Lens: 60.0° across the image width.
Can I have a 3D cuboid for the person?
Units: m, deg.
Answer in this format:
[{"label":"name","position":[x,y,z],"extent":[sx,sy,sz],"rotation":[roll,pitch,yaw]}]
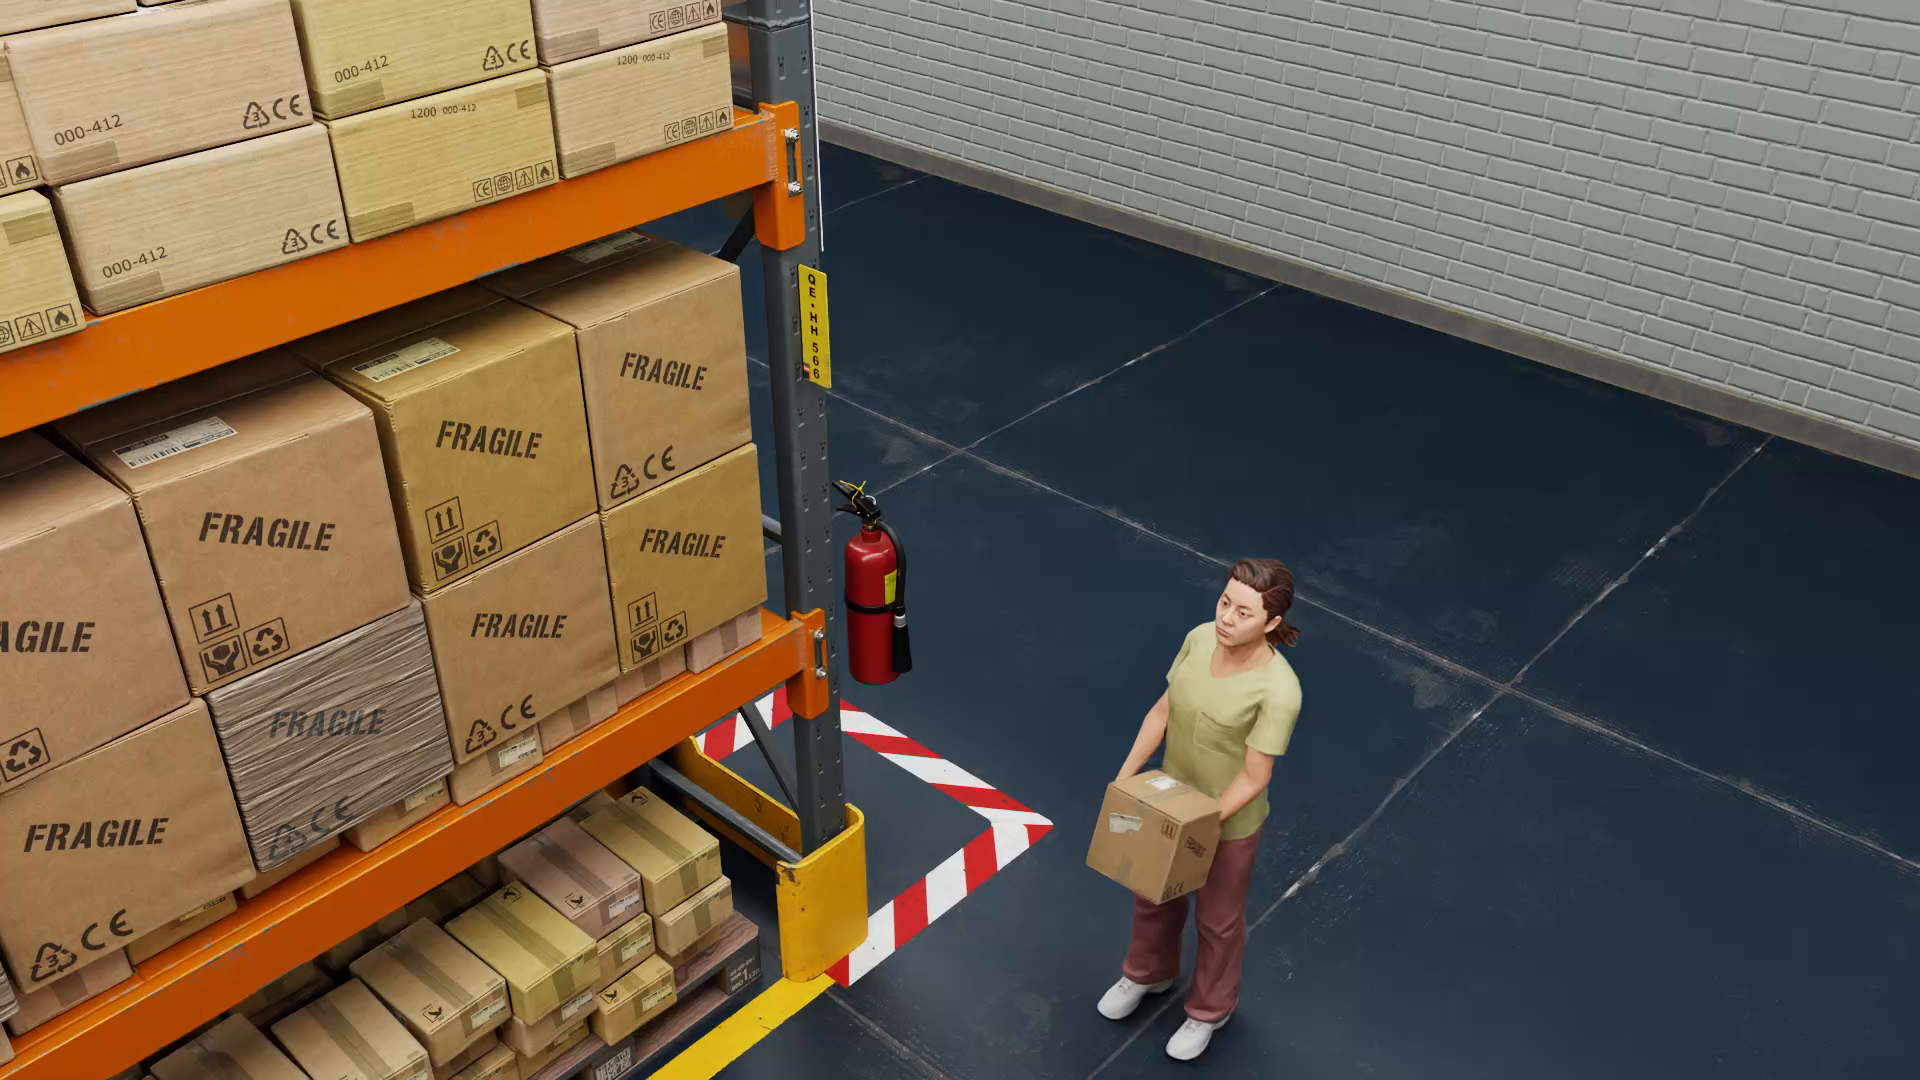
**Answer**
[{"label":"person","position":[0.694,0.802,4.821],"extent":[0.529,1.675,0.447],"rotation":[-20,37,-30]}]
